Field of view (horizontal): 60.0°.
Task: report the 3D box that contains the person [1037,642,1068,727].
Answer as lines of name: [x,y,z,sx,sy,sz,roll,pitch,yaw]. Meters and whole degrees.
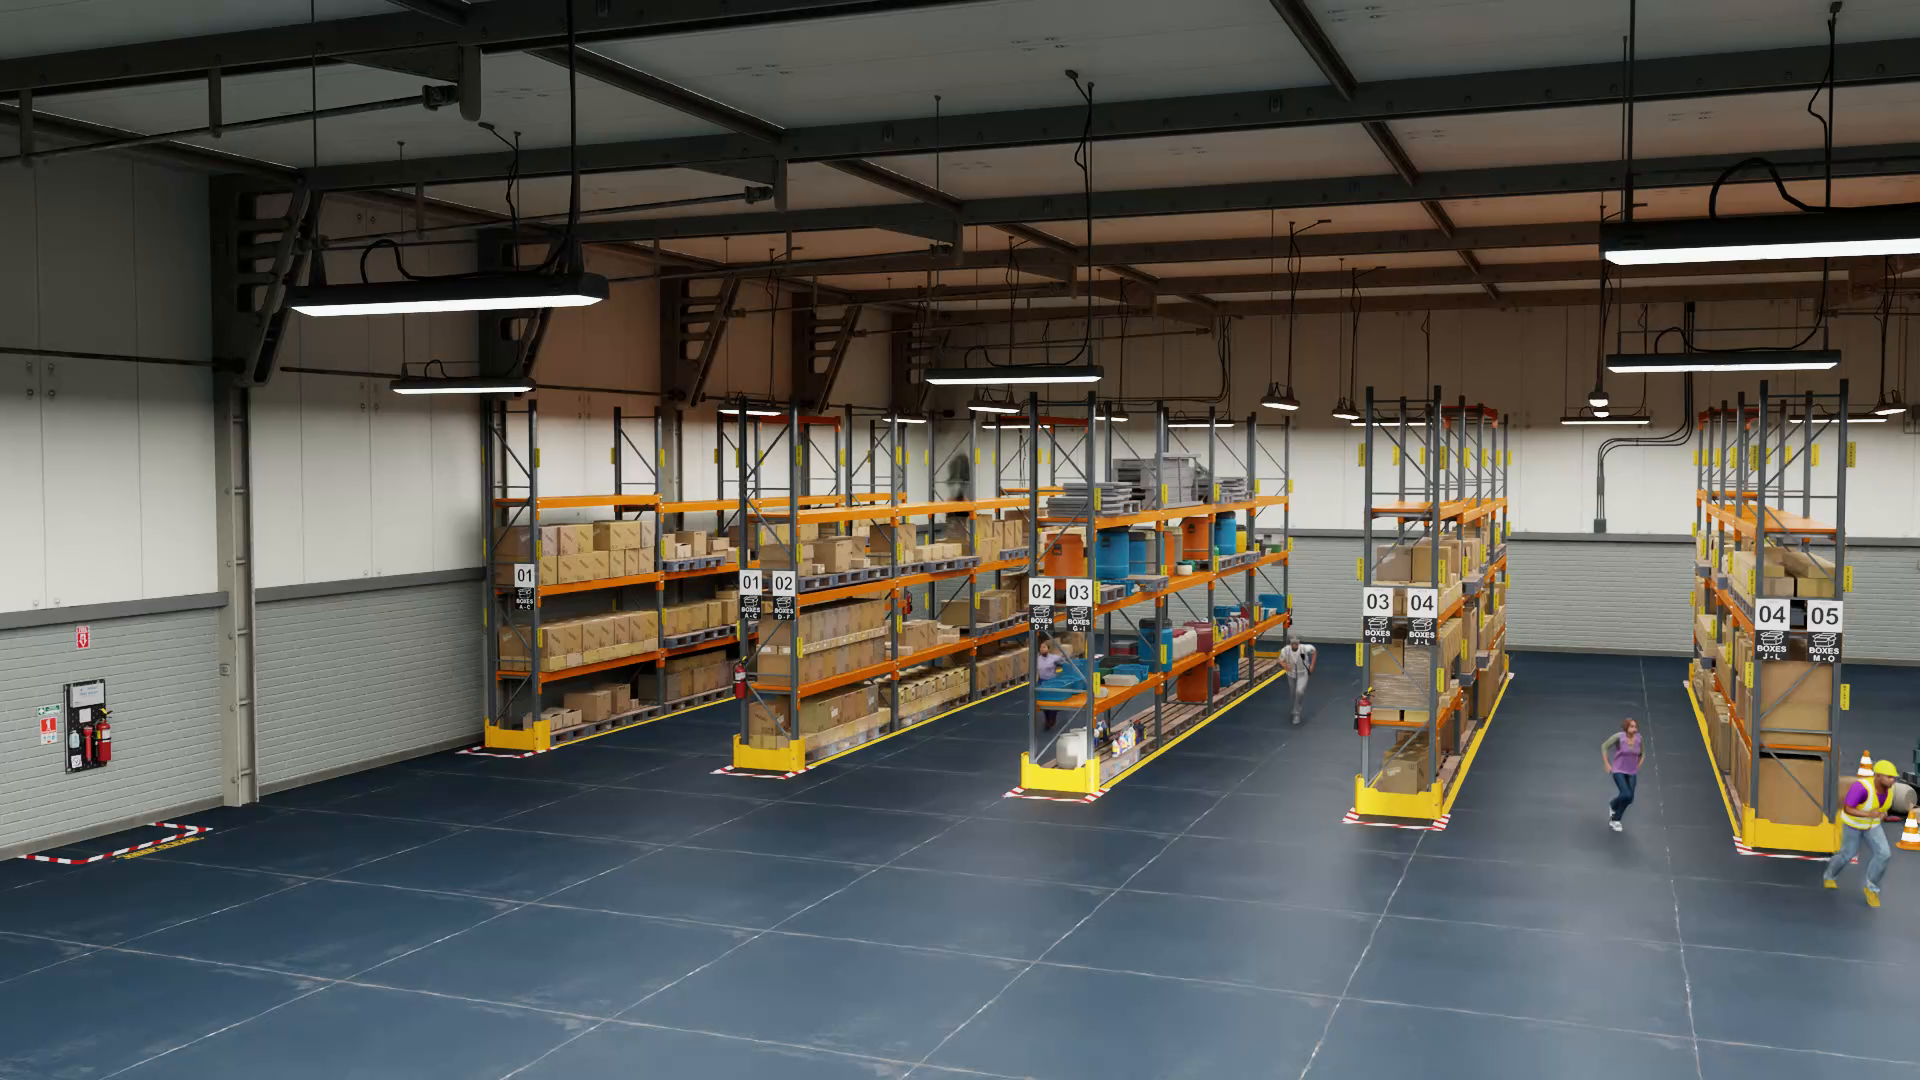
person: [1.620,2.699,30.609,0.621,1.560,0.741,2,3,29]

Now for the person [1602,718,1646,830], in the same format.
person: [8.919,3.133,22.259,0.511,1.536,0.588,0,3,-8]

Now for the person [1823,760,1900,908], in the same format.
person: [10.175,3.275,18.758,0.745,1.703,1.006,-1,3,-14]

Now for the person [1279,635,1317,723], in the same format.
person: [6.465,2.640,31.793,0.707,1.718,1.019,1,3,18]
